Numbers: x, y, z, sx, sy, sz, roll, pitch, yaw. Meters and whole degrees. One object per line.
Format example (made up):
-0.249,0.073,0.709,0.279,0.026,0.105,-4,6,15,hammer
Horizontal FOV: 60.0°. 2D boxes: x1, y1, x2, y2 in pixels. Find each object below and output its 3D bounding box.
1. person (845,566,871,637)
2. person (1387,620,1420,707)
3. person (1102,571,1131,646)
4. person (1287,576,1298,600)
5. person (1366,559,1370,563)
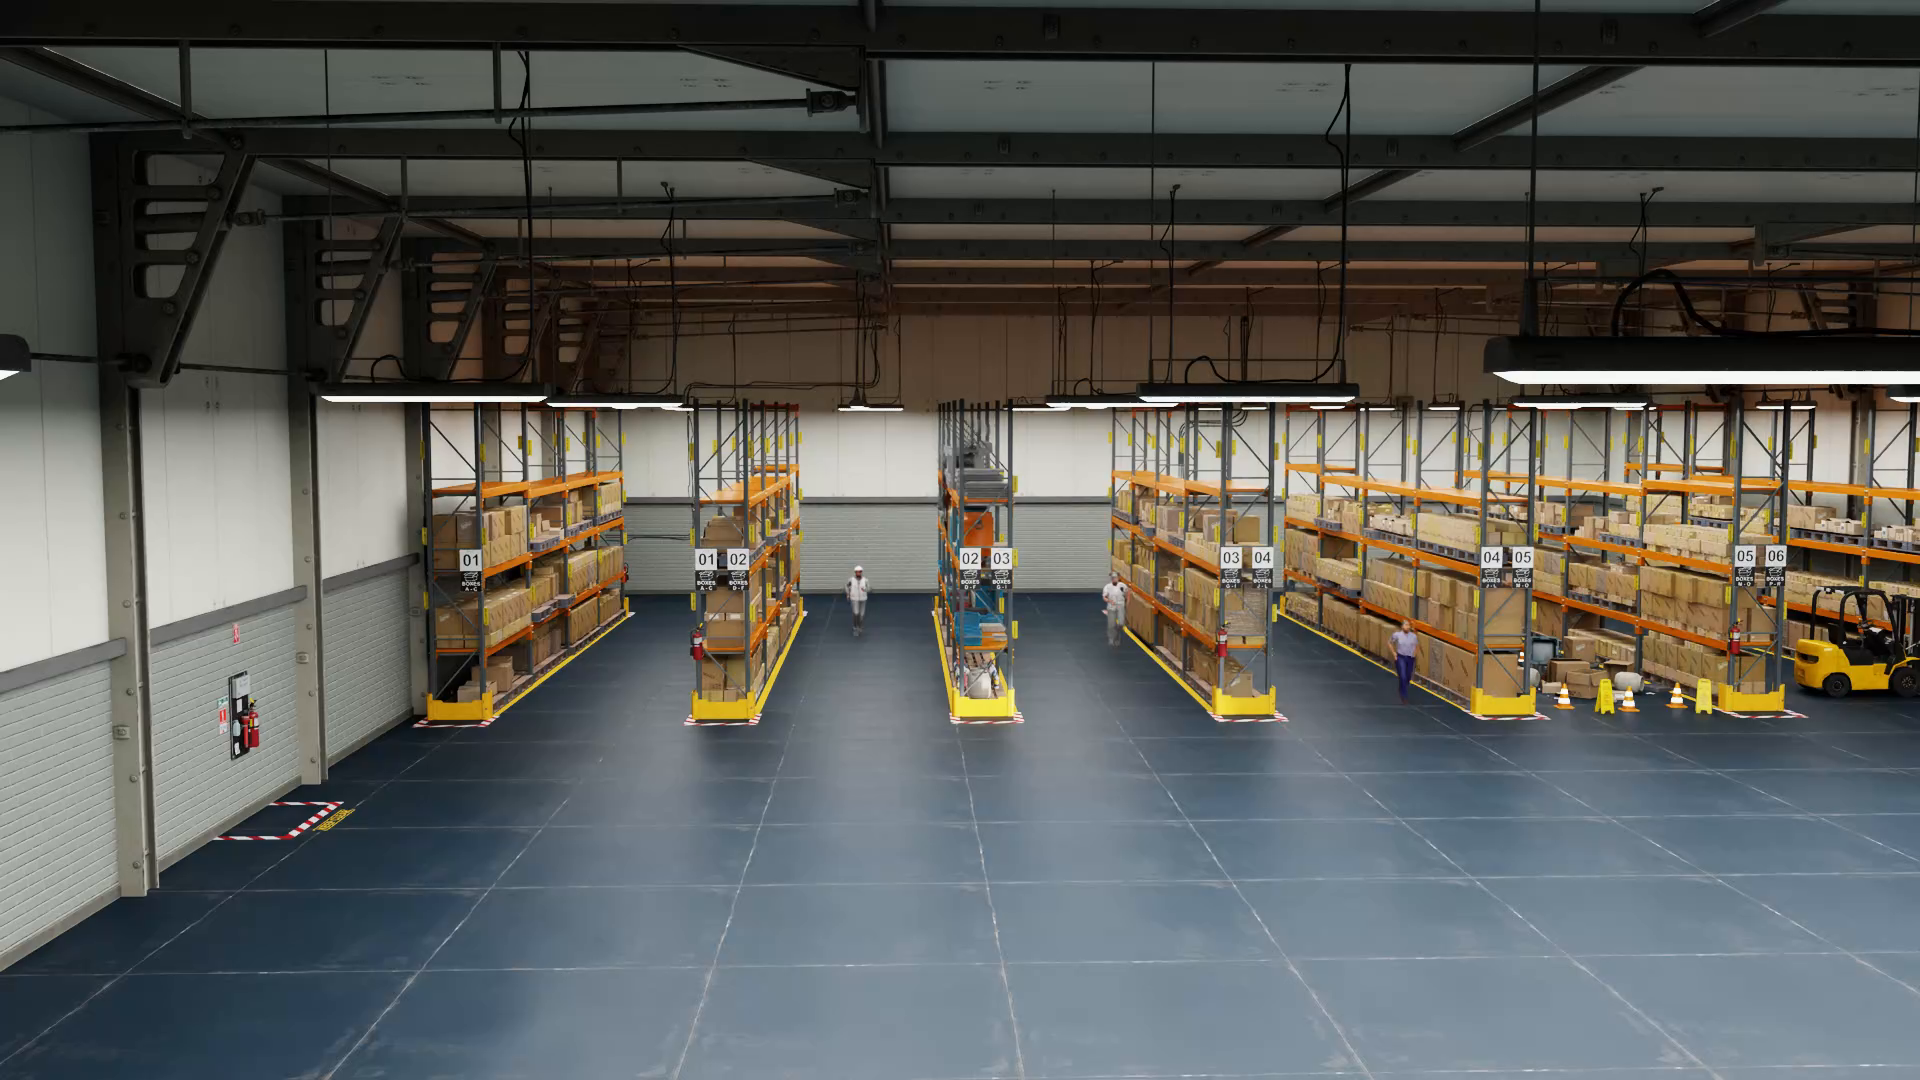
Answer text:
-2.625,1.582,42.955,0.624,1.834,0.759,-1,4,-15,person
8.796,2.417,32.914,0.600,1.651,0.825,0,4,-6,person
3.662,1.611,38.860,0.687,1.771,0.765,0,4,1,person
9.809,1.159,49.114,0.587,1.751,0.809,2,5,23,person
11.273,1.402,45.697,0.580,1.739,0.832,0,4,-3,person
